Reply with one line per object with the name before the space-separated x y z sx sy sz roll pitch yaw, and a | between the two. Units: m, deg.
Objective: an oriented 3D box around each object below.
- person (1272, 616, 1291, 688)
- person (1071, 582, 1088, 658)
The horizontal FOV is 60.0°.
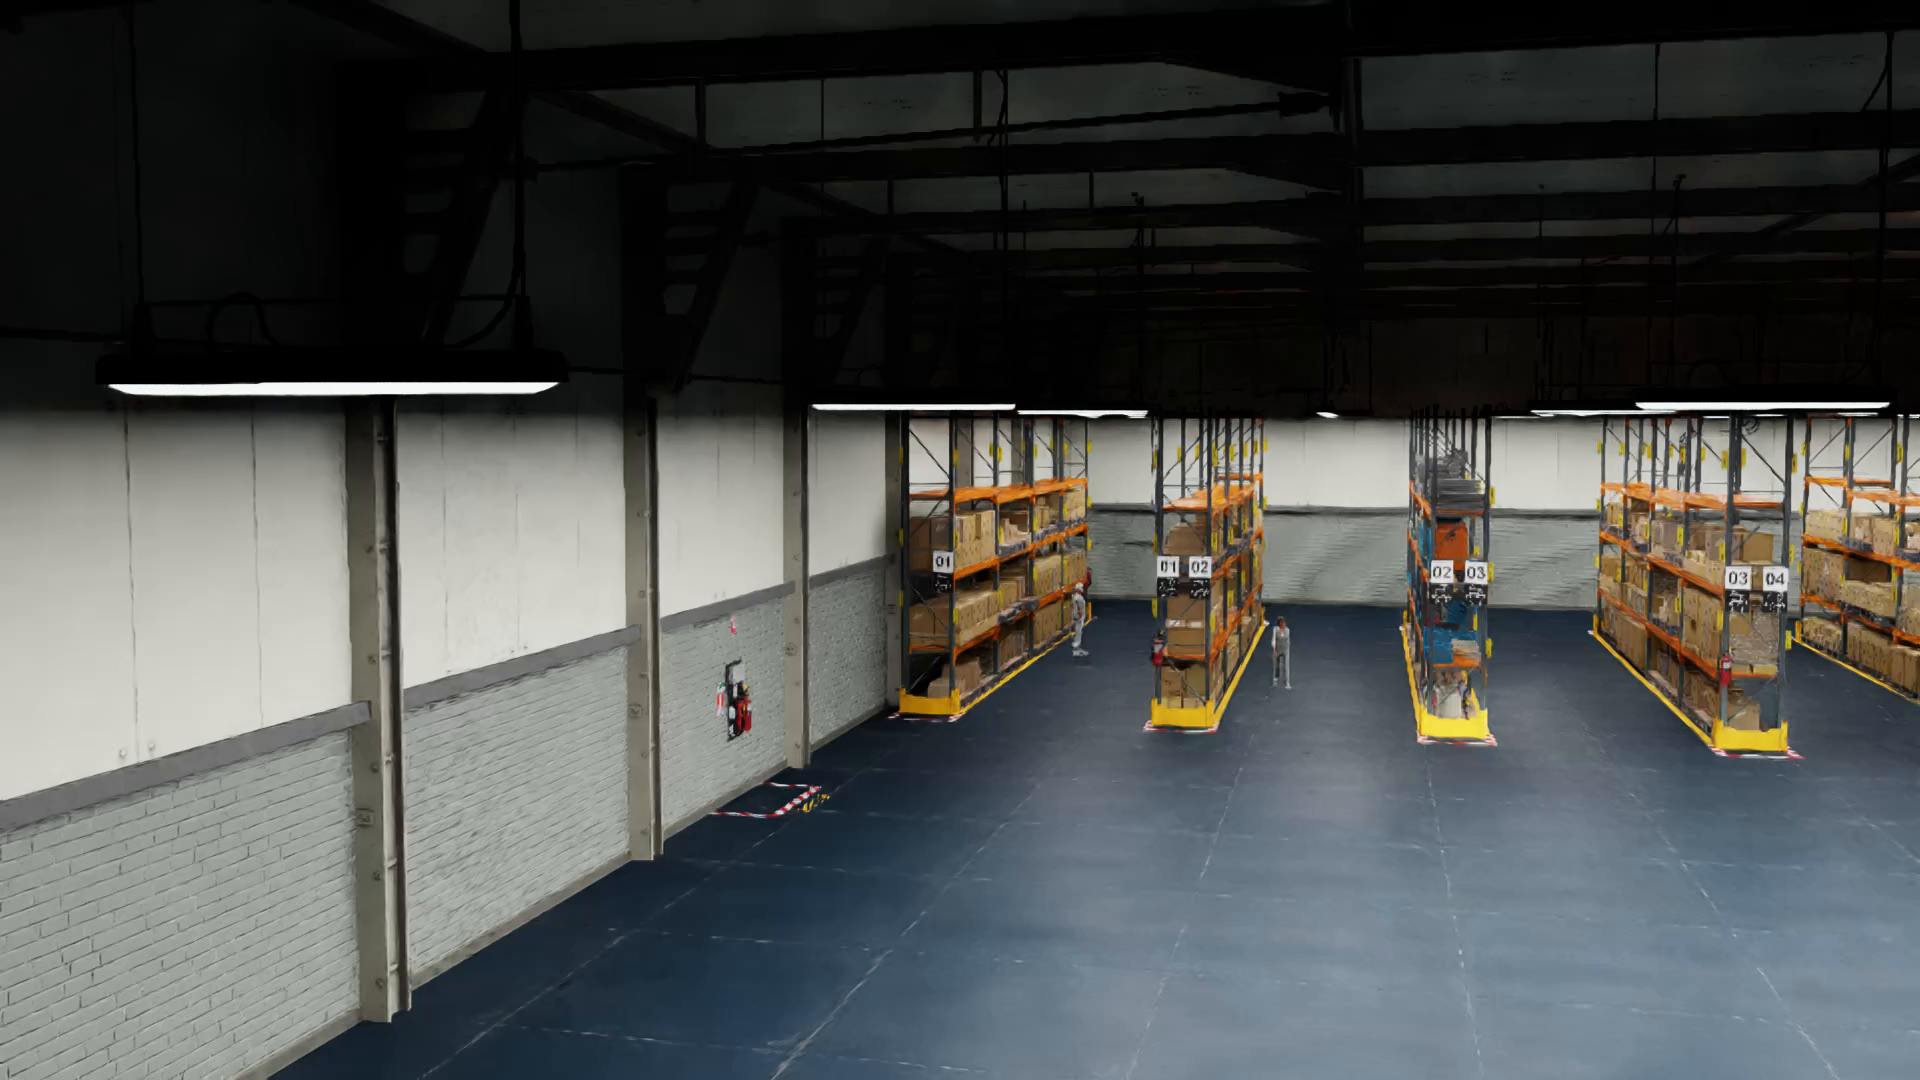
person | 6.882 2.393 35.661 0.411 1.519 0.947 0 4 5
person | 2.923 1.922 40.258 0.462 1.794 0.625 -1 4 -8
